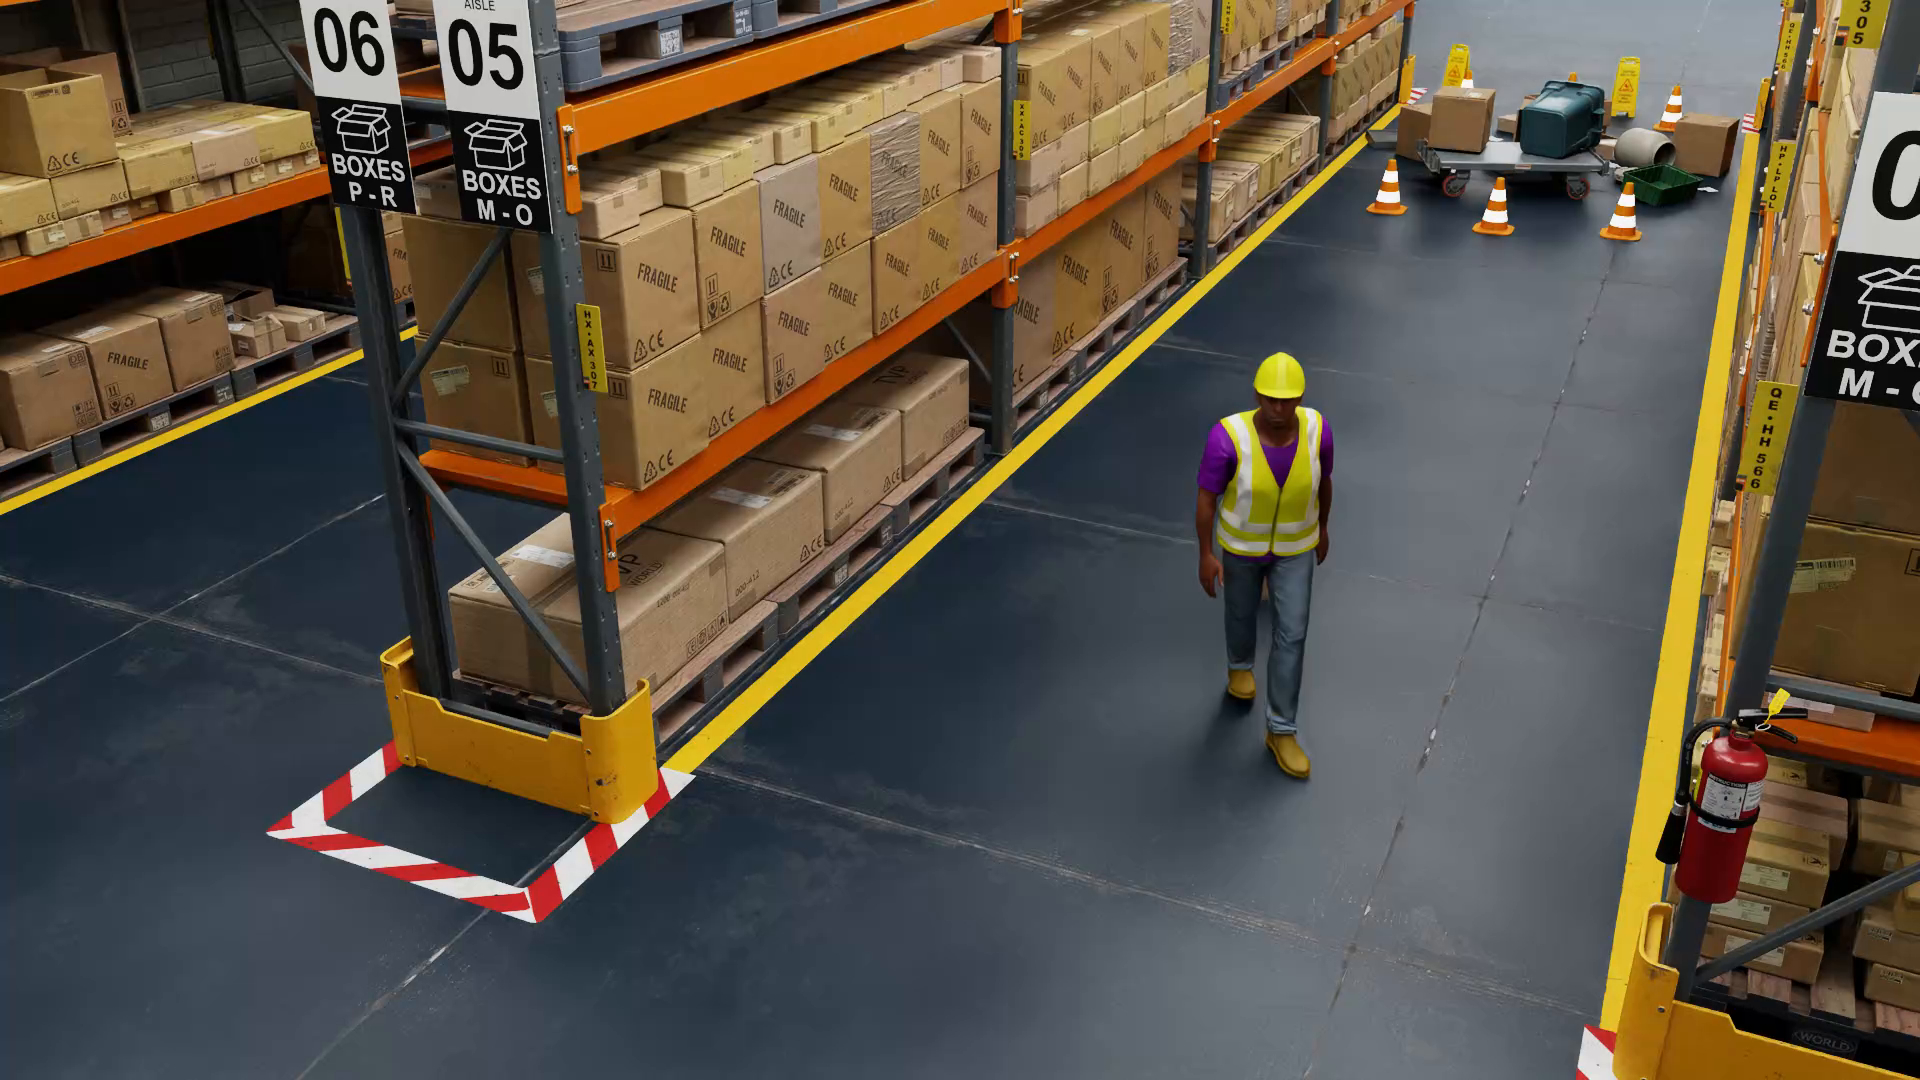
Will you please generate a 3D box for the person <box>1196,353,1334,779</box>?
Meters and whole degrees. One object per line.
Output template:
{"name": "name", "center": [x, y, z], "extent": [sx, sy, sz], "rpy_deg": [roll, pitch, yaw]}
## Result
{"name": "person", "center": [1.285, 0.032, 7.012], "extent": [0.605, 1.734, 0.879], "rpy_deg": [2, 26, 3]}
